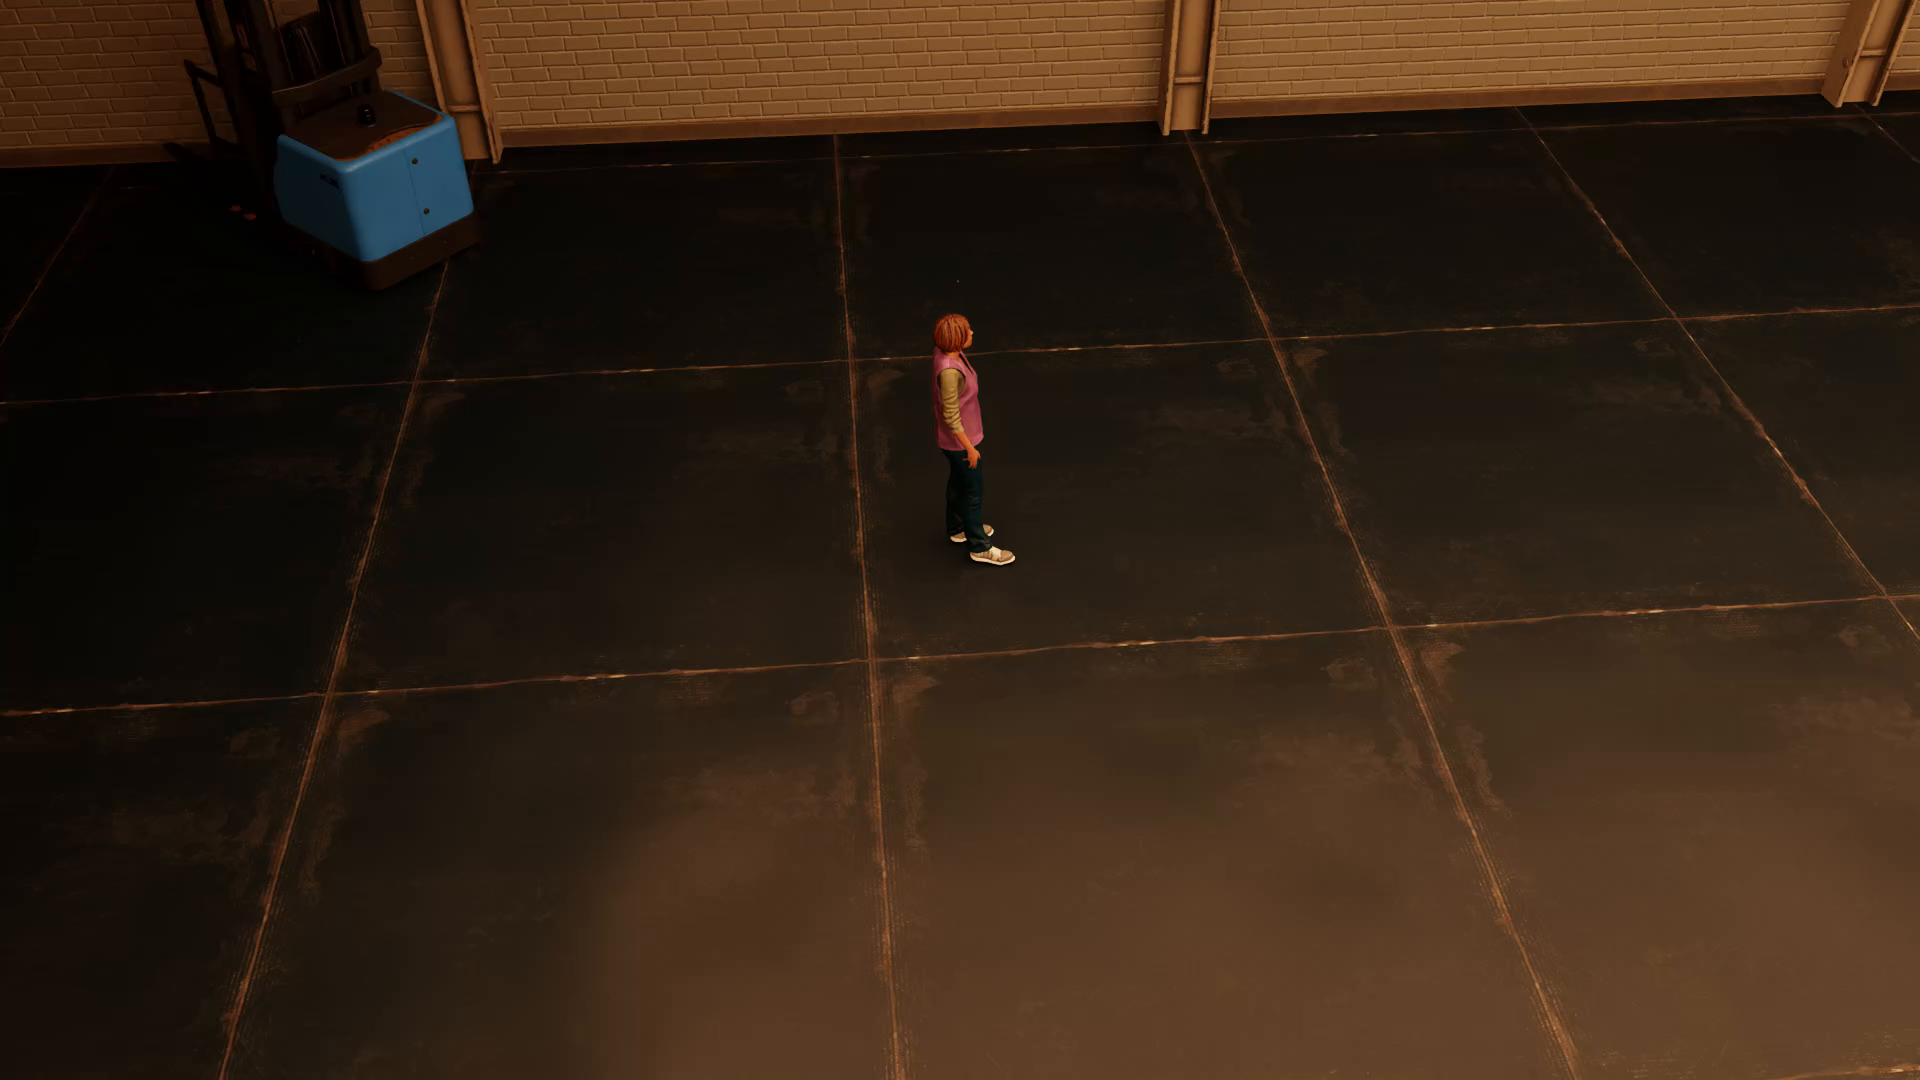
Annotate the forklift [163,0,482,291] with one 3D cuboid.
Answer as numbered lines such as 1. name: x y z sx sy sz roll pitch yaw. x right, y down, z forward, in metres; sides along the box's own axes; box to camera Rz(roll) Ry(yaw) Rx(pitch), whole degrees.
1. forklift: -5.147 -3.739 12.310 3.031 2.935 1.130 27 48 28

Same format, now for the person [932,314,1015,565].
1. person: 0.076 -0.608 9.663 0.473 1.599 0.520 -3 41 -4
